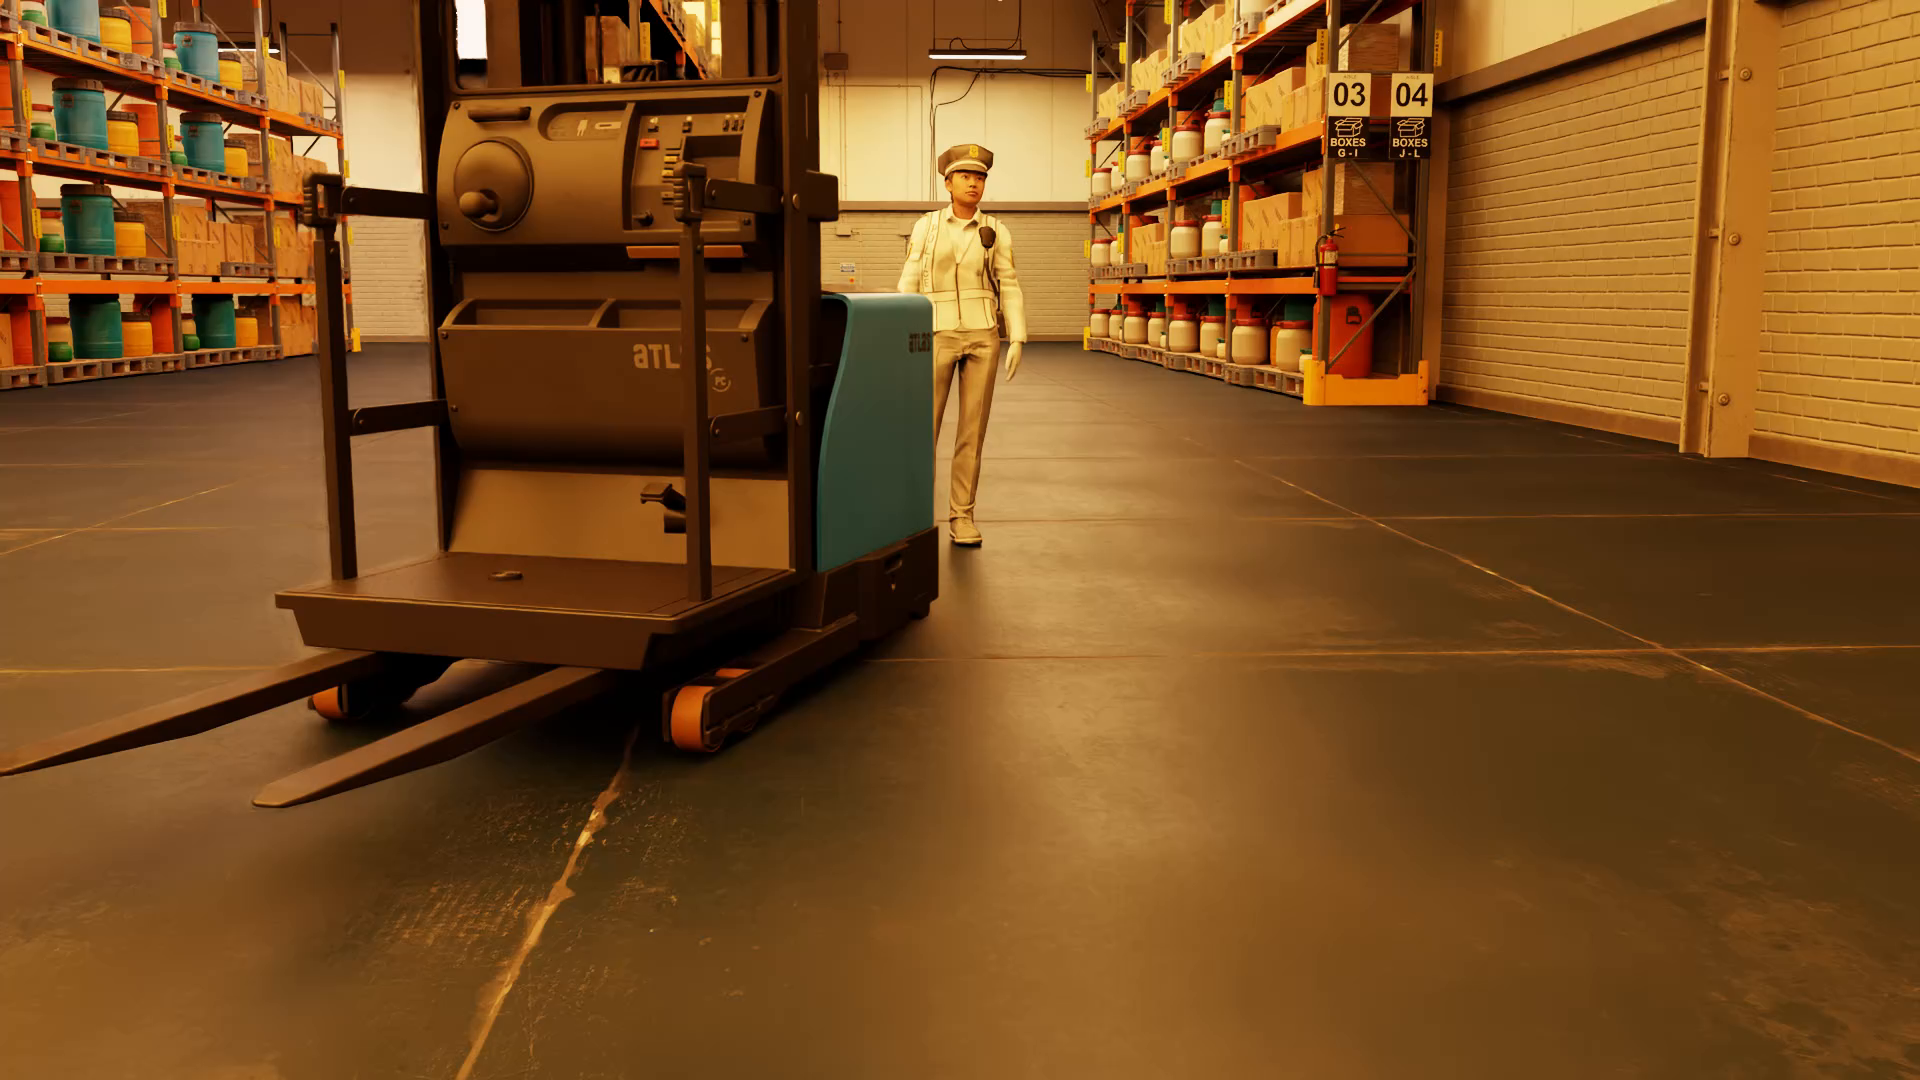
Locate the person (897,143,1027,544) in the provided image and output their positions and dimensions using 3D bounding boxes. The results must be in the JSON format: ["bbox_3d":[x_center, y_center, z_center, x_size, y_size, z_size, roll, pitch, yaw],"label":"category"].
[{"bbox_3d":[-0.002,-0.835,7.118,0.588,1.696,0.533,-1,8,-4],"label":"person"}]

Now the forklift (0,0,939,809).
[{"bbox_3d":[-1.002,-1.010,4.135,1.130,2.935,3.031,3,9,17],"label":"forklift"}]
